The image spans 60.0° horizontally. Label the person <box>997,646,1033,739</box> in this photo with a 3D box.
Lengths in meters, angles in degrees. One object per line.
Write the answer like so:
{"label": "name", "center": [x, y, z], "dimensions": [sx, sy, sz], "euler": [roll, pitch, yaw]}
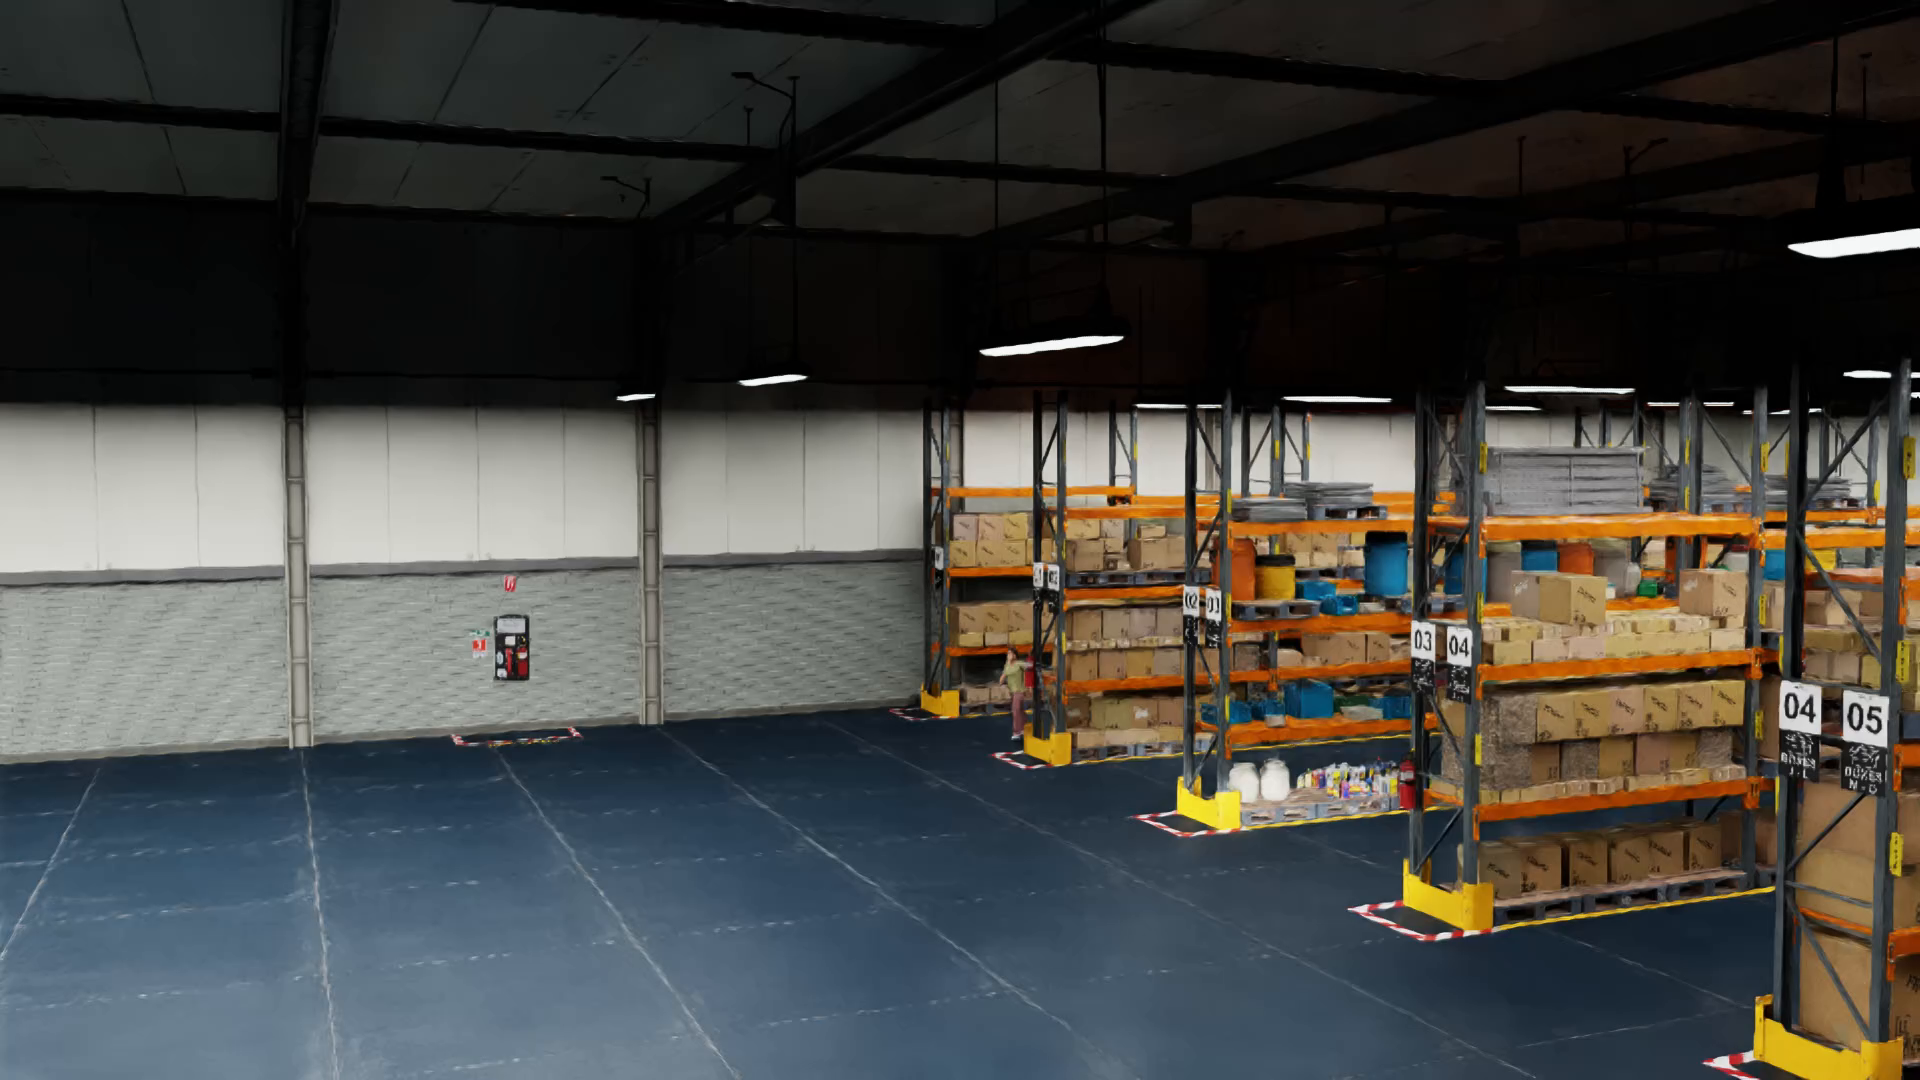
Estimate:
{"label": "person", "center": [1.017, 2.642, 29.040], "dimensions": [0.811, 1.603, 0.615], "euler": [-3, 4, -41]}
